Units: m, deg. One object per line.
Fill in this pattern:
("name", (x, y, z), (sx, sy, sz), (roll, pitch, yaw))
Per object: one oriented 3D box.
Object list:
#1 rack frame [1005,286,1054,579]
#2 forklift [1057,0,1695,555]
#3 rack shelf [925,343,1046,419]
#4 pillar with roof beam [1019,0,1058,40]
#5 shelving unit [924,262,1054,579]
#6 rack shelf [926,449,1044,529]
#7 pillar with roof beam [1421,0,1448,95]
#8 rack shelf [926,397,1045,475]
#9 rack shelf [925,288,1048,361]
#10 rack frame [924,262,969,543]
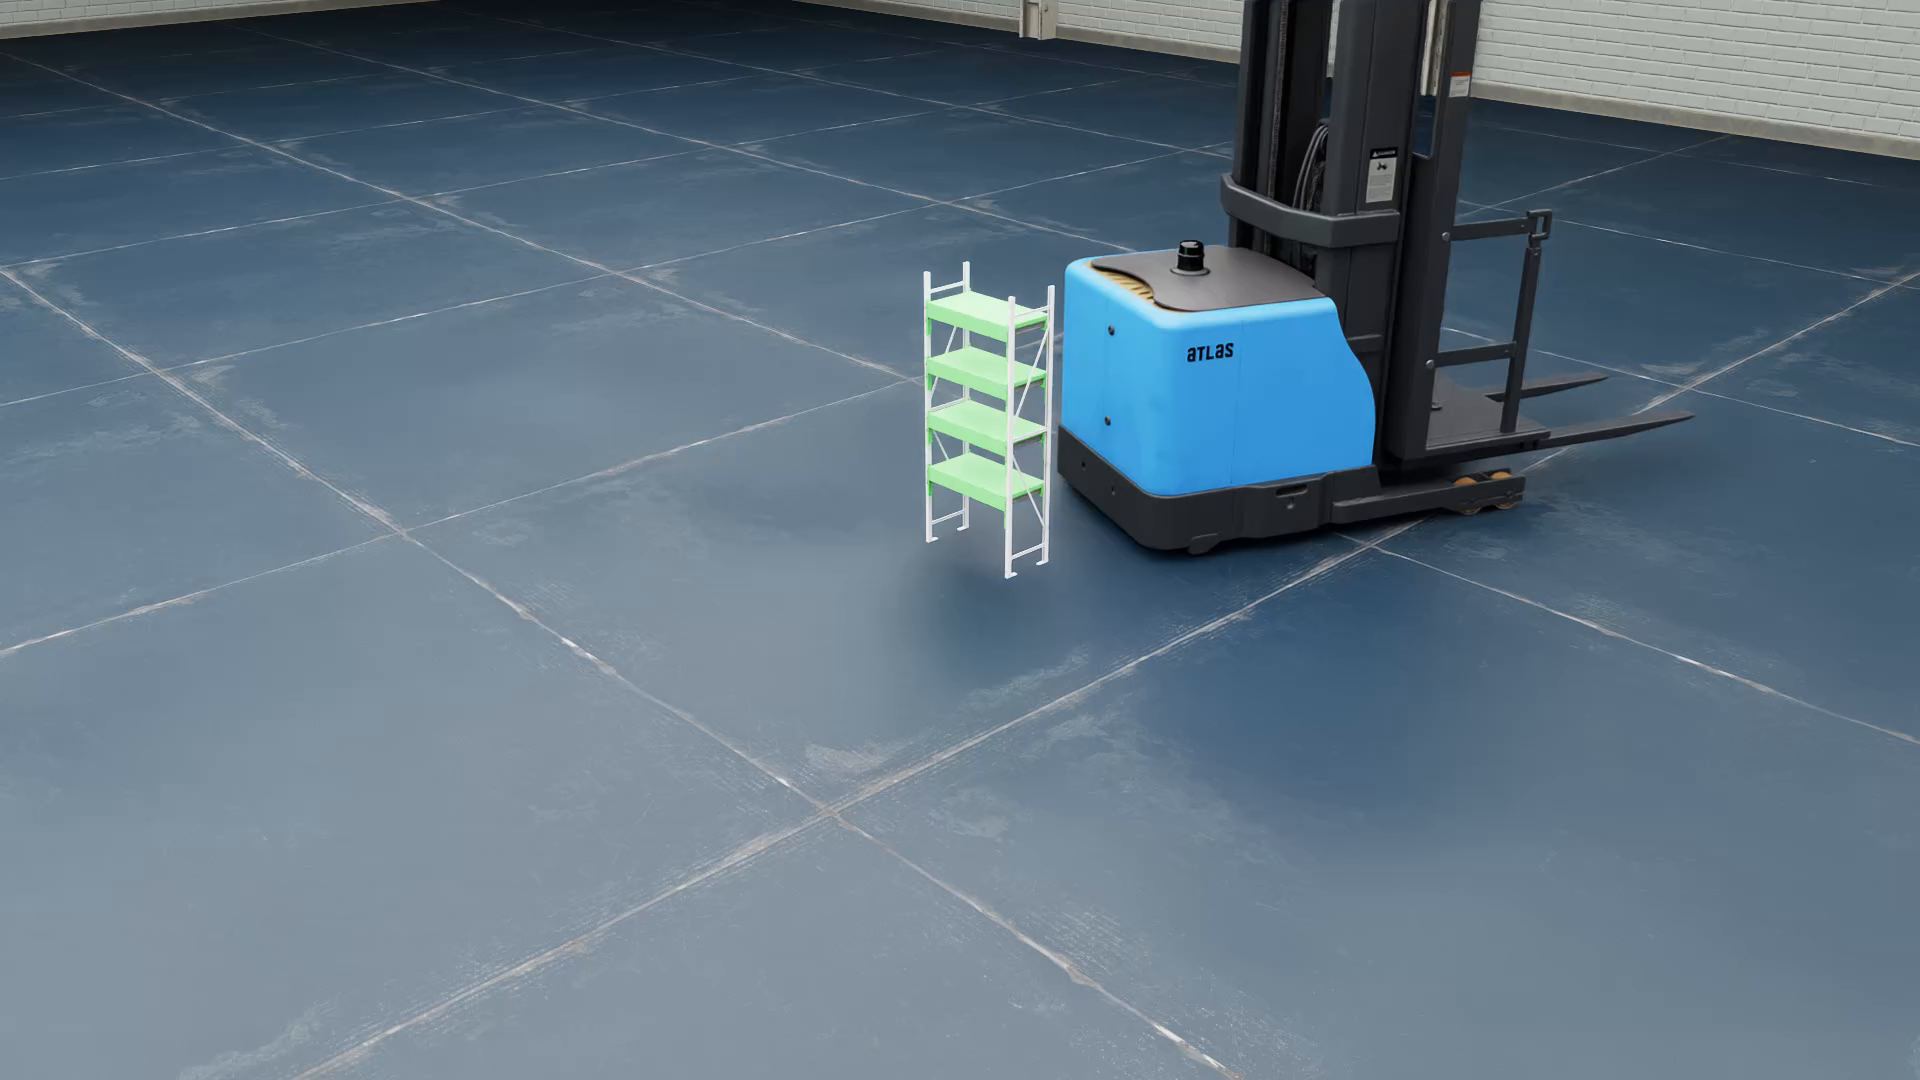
("rack frame", (0.280, -0.422, 6.729), (0.240, 1.200, 0.015), (-21, 32, -38))
("forklift", (2.025, -1.640, 7.314), (3.031, 2.935, 1.130), (-9, 26, -19))
("rack shelf", (0.113, -0.656, 6.818), (0.258, 0.148, 0.480), (-21, 32, -38))
("pillar with roof beam", (-2.132, -9.373, 16.954), (9.100, 9.000, 0.400), (-21, 32, -38))
("shelving unit", (0.113, -0.496, 6.891), (0.258, 1.200, 0.503), (-21, 32, -38))
("rack shelf", (0.113, -0.219, 7.017), (0.258, 0.148, 0.480), (-21, 32, -38))
("pillar with roof beam", (1.969, -7.555, 12.970), (9.100, 9.000, 0.400), (-21, 32, -38))
("rack shelf", (0.113, -0.438, 6.918), (0.258, 0.148, 0.480), (-21, 32, -38))
("rack shelf", (0.113, -0.874, 6.718), (0.258, 0.148, 0.480), (-21, 32, -38))
("rack frame", (-0.054, -0.570, 7.053), (0.240, 1.200, 0.015), (-21, 32, -38))
